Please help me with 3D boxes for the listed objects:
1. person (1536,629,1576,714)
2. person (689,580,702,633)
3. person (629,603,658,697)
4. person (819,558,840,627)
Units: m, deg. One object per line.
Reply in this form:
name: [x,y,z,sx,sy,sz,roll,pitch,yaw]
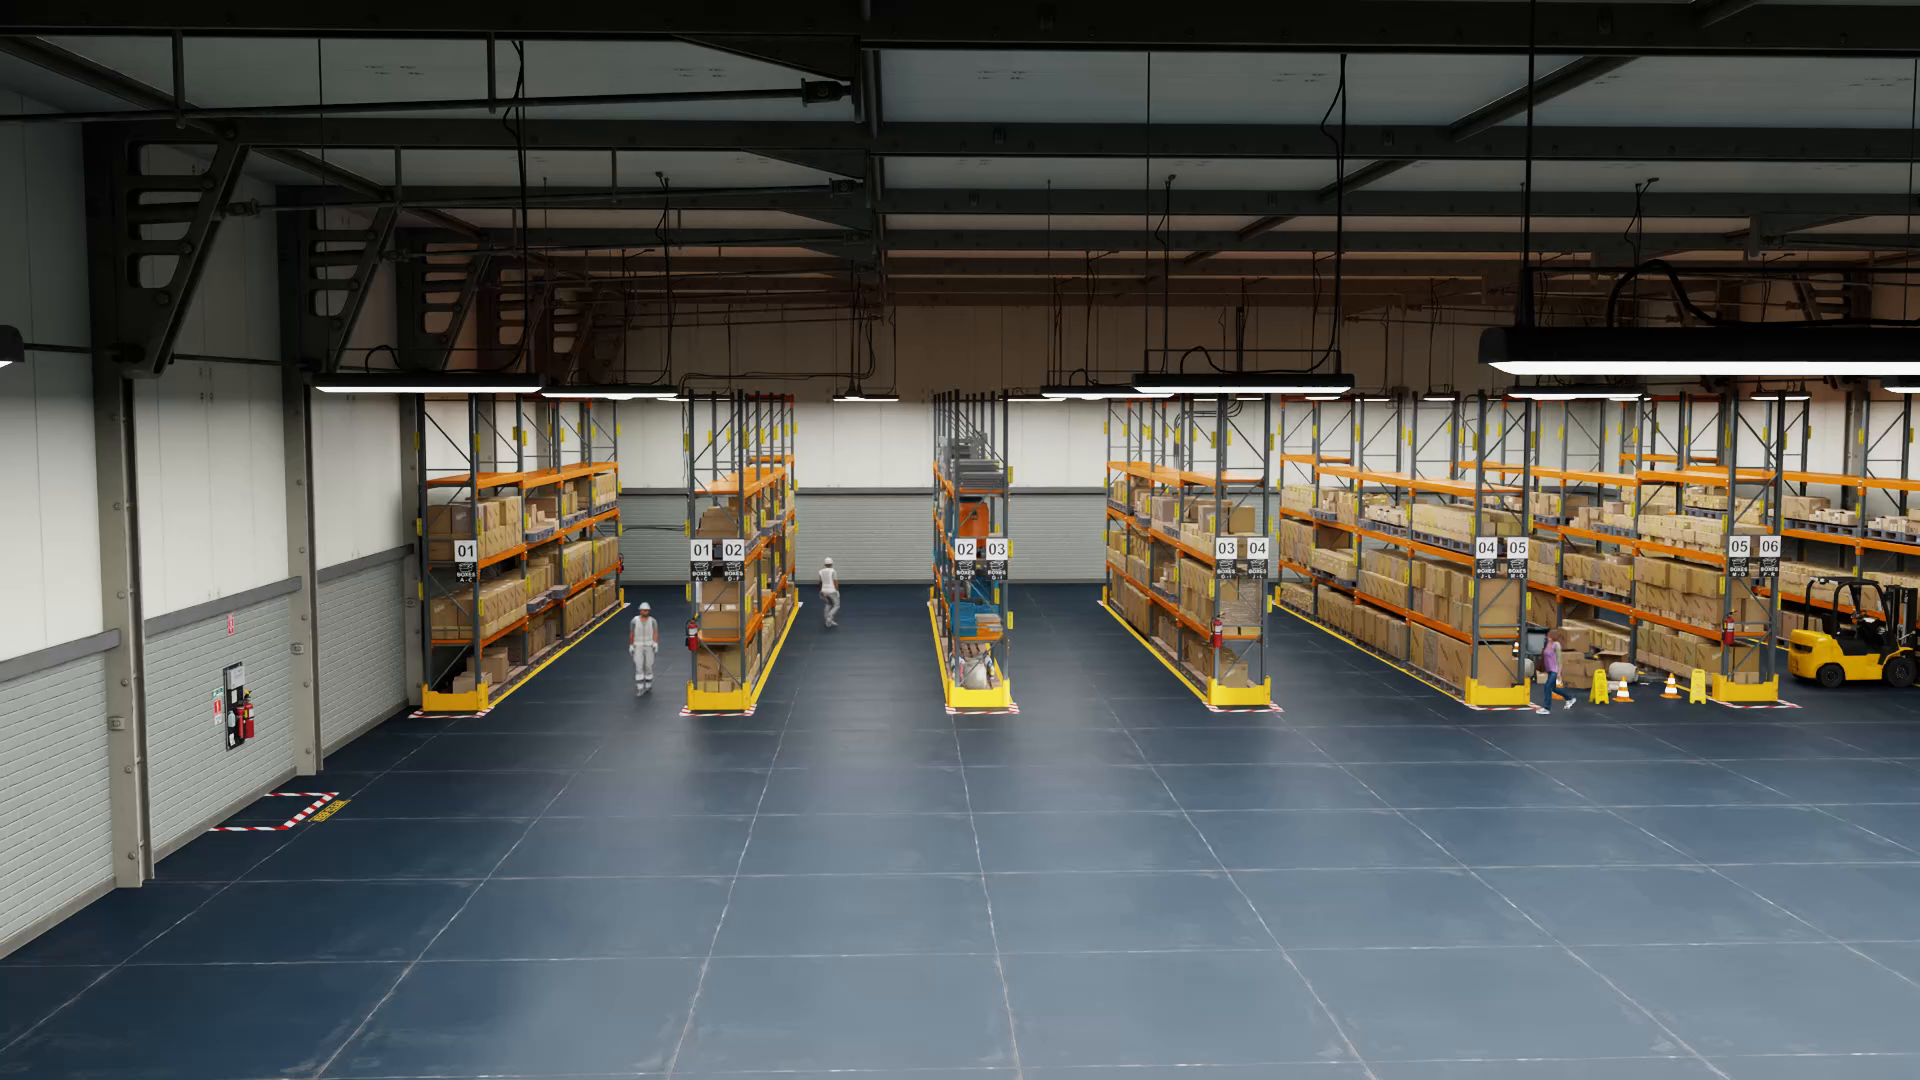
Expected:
person: [11.026,2.422,30.728,0.819,1.564,0.430,-1,5,-7]
person: [-6.413,1.508,40.999,0.608,1.718,1.058,0,5,-5]
person: [-6.235,2.159,32.887,0.563,1.805,0.670,-2,5,-18]
person: [-3.378,1.352,42.761,0.596,1.787,0.501,3,6,34]
